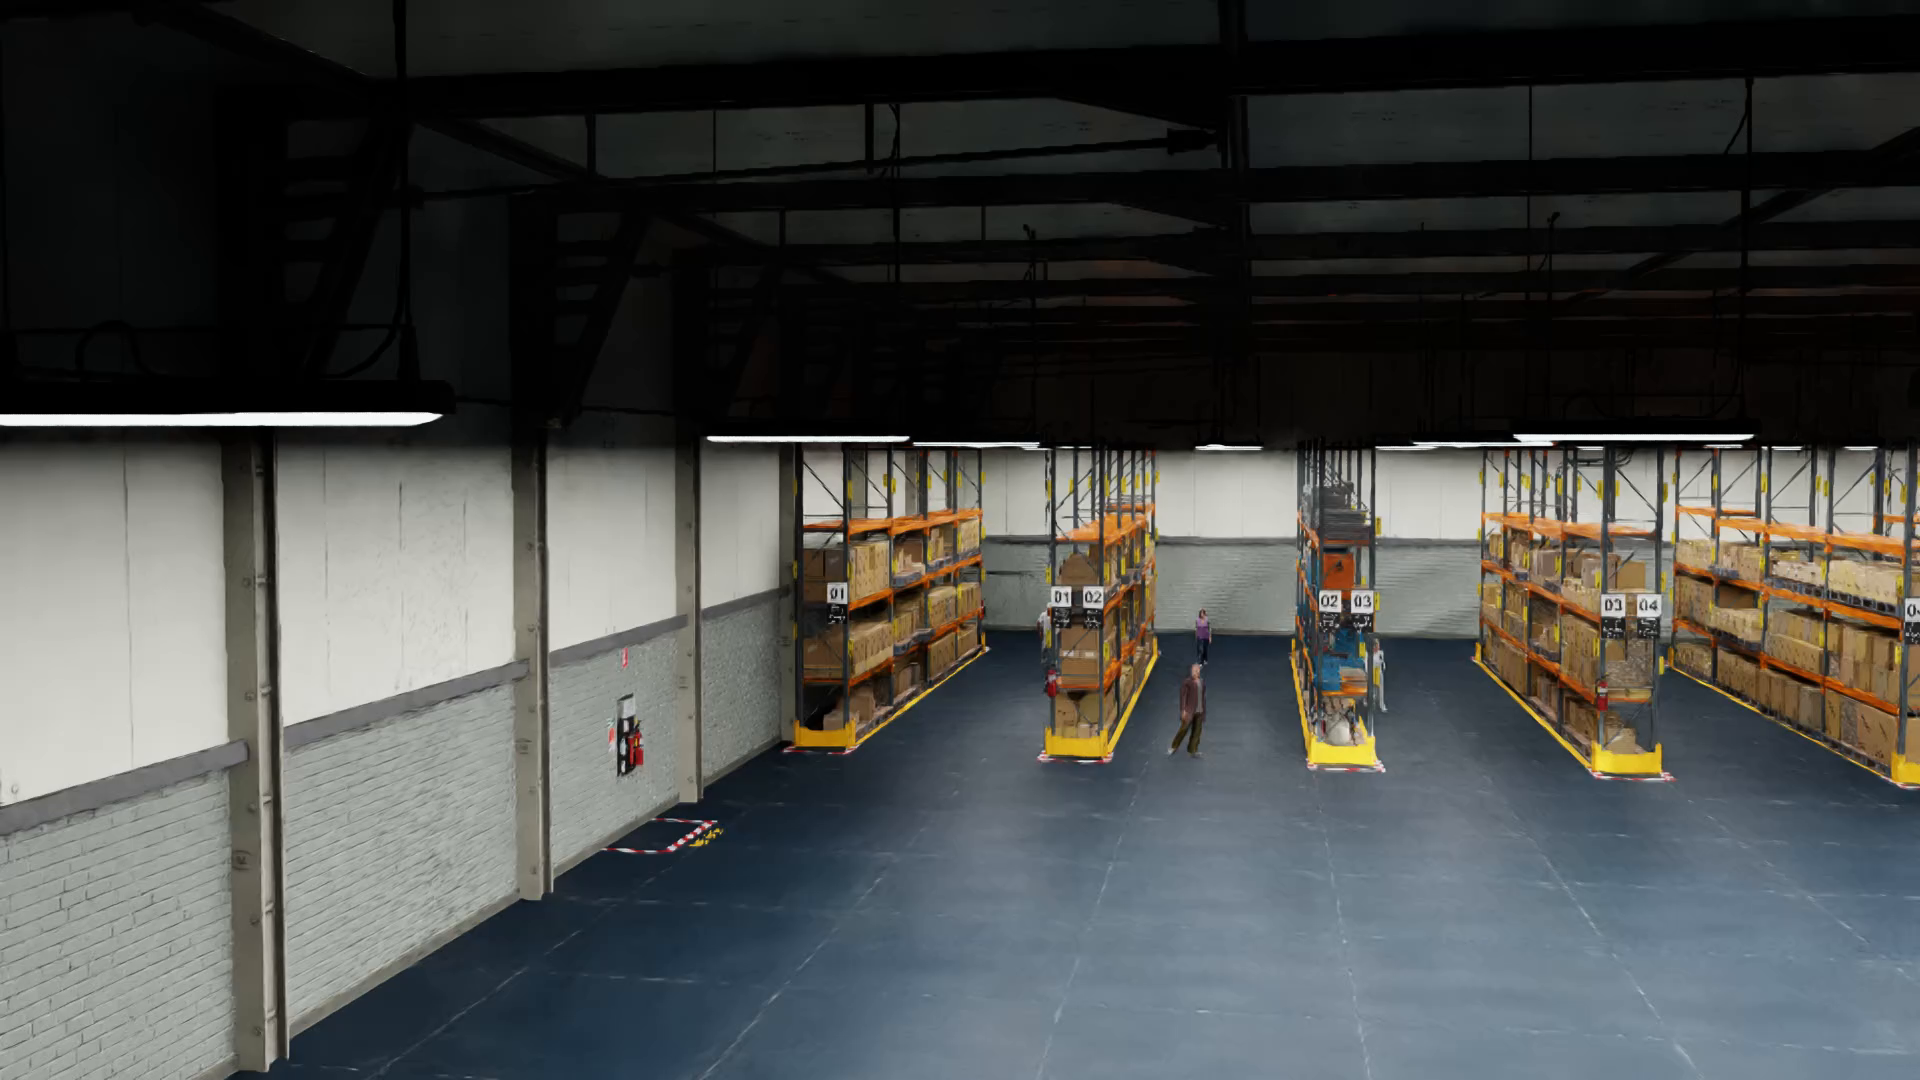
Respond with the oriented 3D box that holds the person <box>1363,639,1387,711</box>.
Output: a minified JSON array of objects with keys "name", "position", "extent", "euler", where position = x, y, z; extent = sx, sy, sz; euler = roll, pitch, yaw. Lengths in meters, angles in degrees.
[{"name":"person","position":[9.154,2.955,36.755],"extent":[0.511,1.598,1.058],"euler":[0,3,1]}]

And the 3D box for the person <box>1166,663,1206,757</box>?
[{"name":"person","position":[4.253,3.186,31.165],"extent":[0.779,1.768,0.535],"euler":[-2,3,-30]}]

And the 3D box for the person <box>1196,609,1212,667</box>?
[{"name":"person","position":[6.506,2.596,44.387],"extent":[0.432,1.539,0.947],"euler":[0,3,9]}]

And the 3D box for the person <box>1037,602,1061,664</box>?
[{"name":"person","position":[2.426,2.508,44.730],"extent":[0.719,1.714,0.578],"euler":[0,3,9]}]
